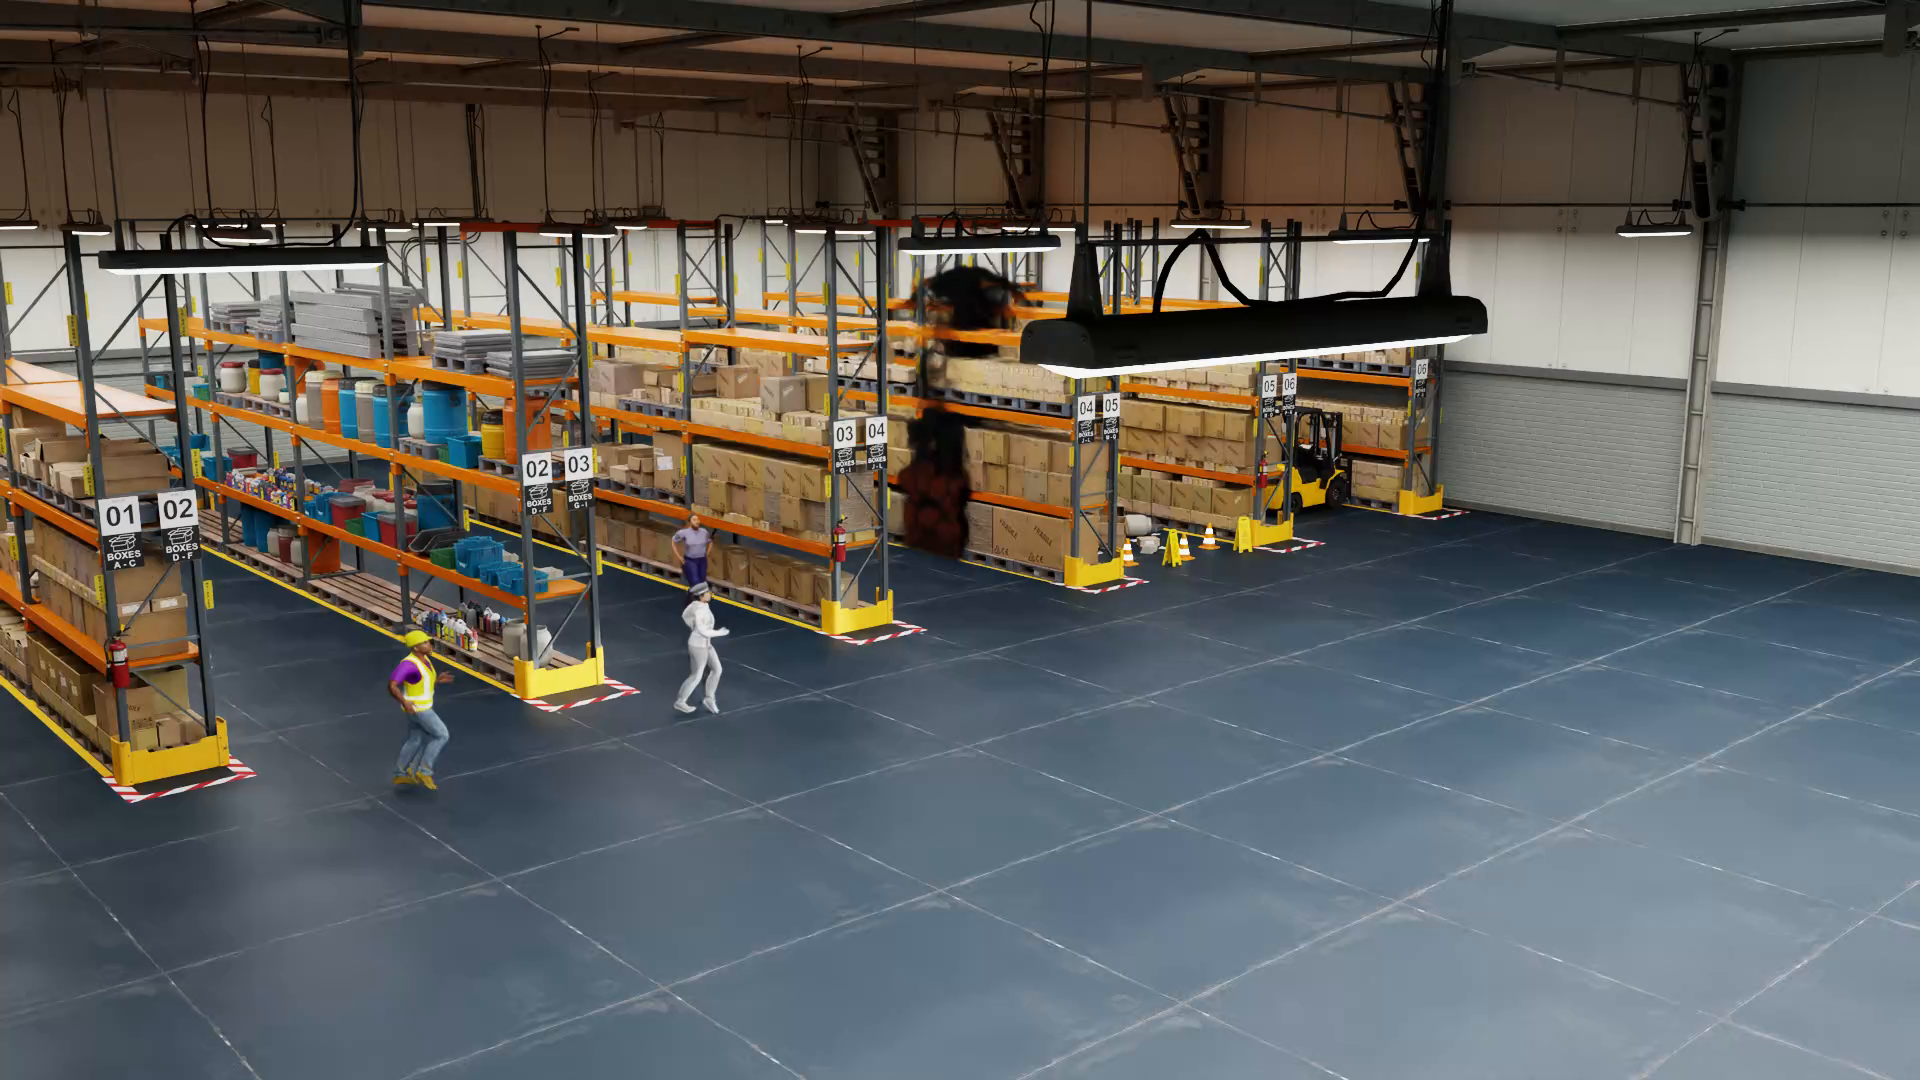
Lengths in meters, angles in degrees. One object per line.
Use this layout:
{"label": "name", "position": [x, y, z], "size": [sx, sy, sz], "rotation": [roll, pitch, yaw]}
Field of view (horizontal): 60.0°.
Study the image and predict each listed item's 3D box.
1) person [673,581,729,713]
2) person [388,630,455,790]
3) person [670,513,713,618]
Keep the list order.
{"label": "person", "position": [-3.254, 1.380, 20.879], "size": [0.726, 1.770, 0.623], "rotation": [-1, 11, -6]}
{"label": "person", "position": [-5.912, 1.865, 18.271], "size": [0.722, 1.803, 0.663], "rotation": [-3, 12, -14]}
{"label": "person", "position": [-4.099, 0.396, 25.799], "size": [0.663, 1.642, 0.583], "rotation": [-9, 14, -37]}
